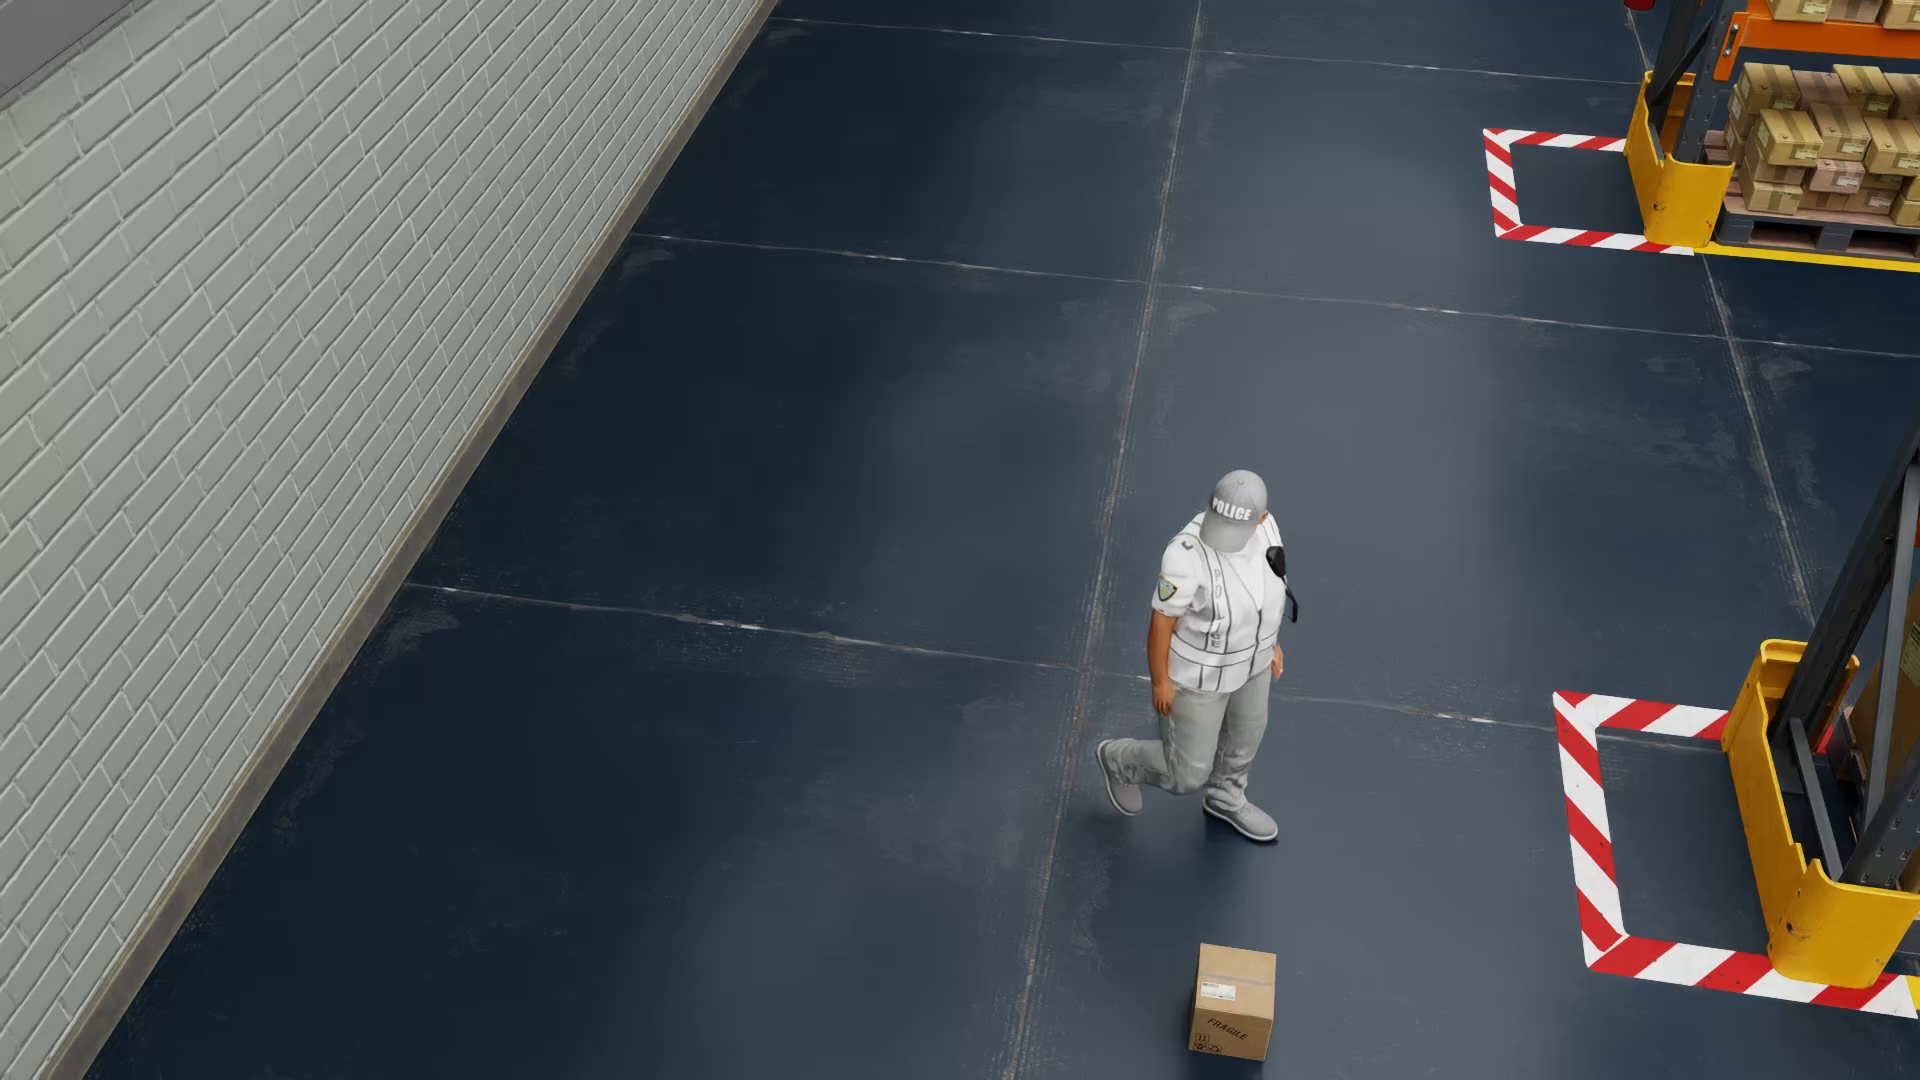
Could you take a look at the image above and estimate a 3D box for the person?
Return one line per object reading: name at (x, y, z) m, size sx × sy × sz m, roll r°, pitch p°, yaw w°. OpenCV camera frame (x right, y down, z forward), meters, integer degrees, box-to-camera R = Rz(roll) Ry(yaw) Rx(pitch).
person at (0.846, 0.397, 5.681) m, size 0.519 × 1.656 × 0.590 m, roll -28°, pitch 48°, yaw -29°
